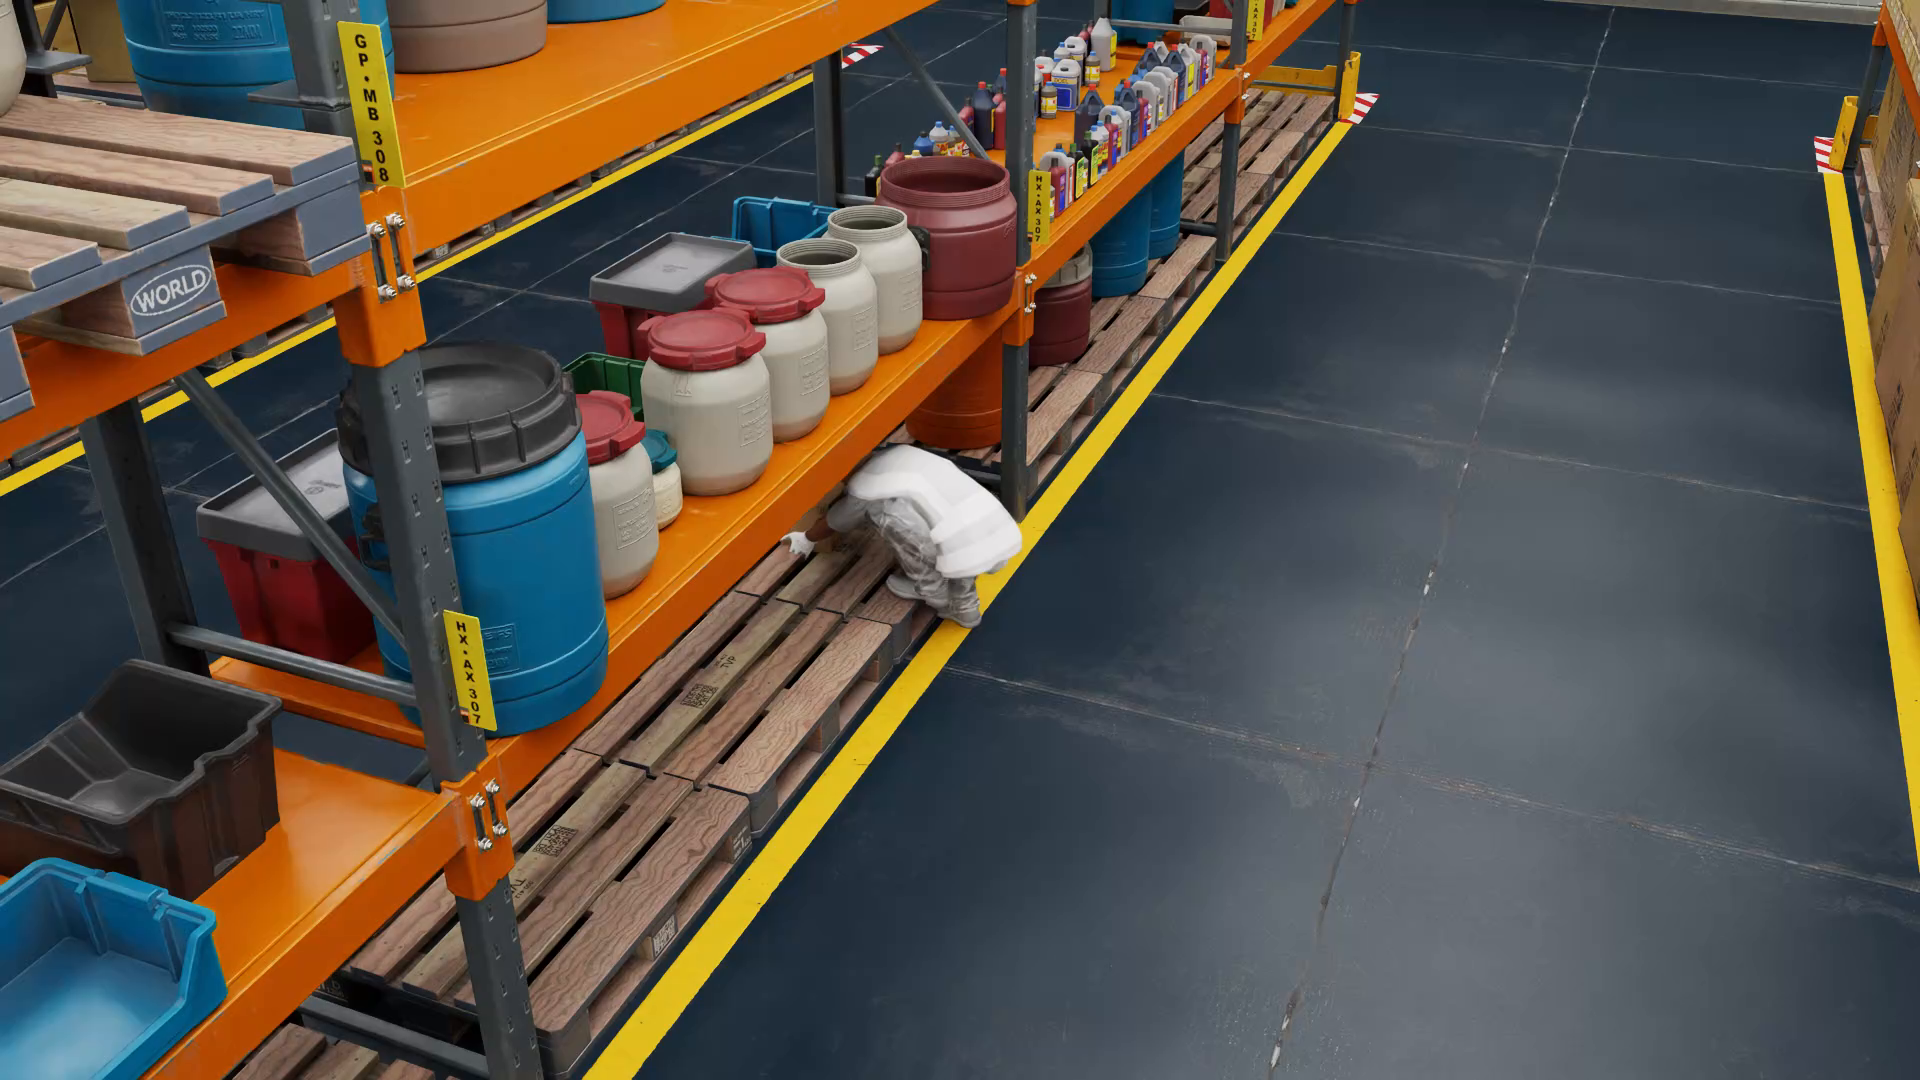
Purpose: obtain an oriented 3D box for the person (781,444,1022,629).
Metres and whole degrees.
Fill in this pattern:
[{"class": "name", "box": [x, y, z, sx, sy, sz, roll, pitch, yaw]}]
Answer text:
[{"class": "person", "box": [-0.304, -0.049, 7.167, 1.199, 0.835, 0.543, 21, 36, 32]}]
